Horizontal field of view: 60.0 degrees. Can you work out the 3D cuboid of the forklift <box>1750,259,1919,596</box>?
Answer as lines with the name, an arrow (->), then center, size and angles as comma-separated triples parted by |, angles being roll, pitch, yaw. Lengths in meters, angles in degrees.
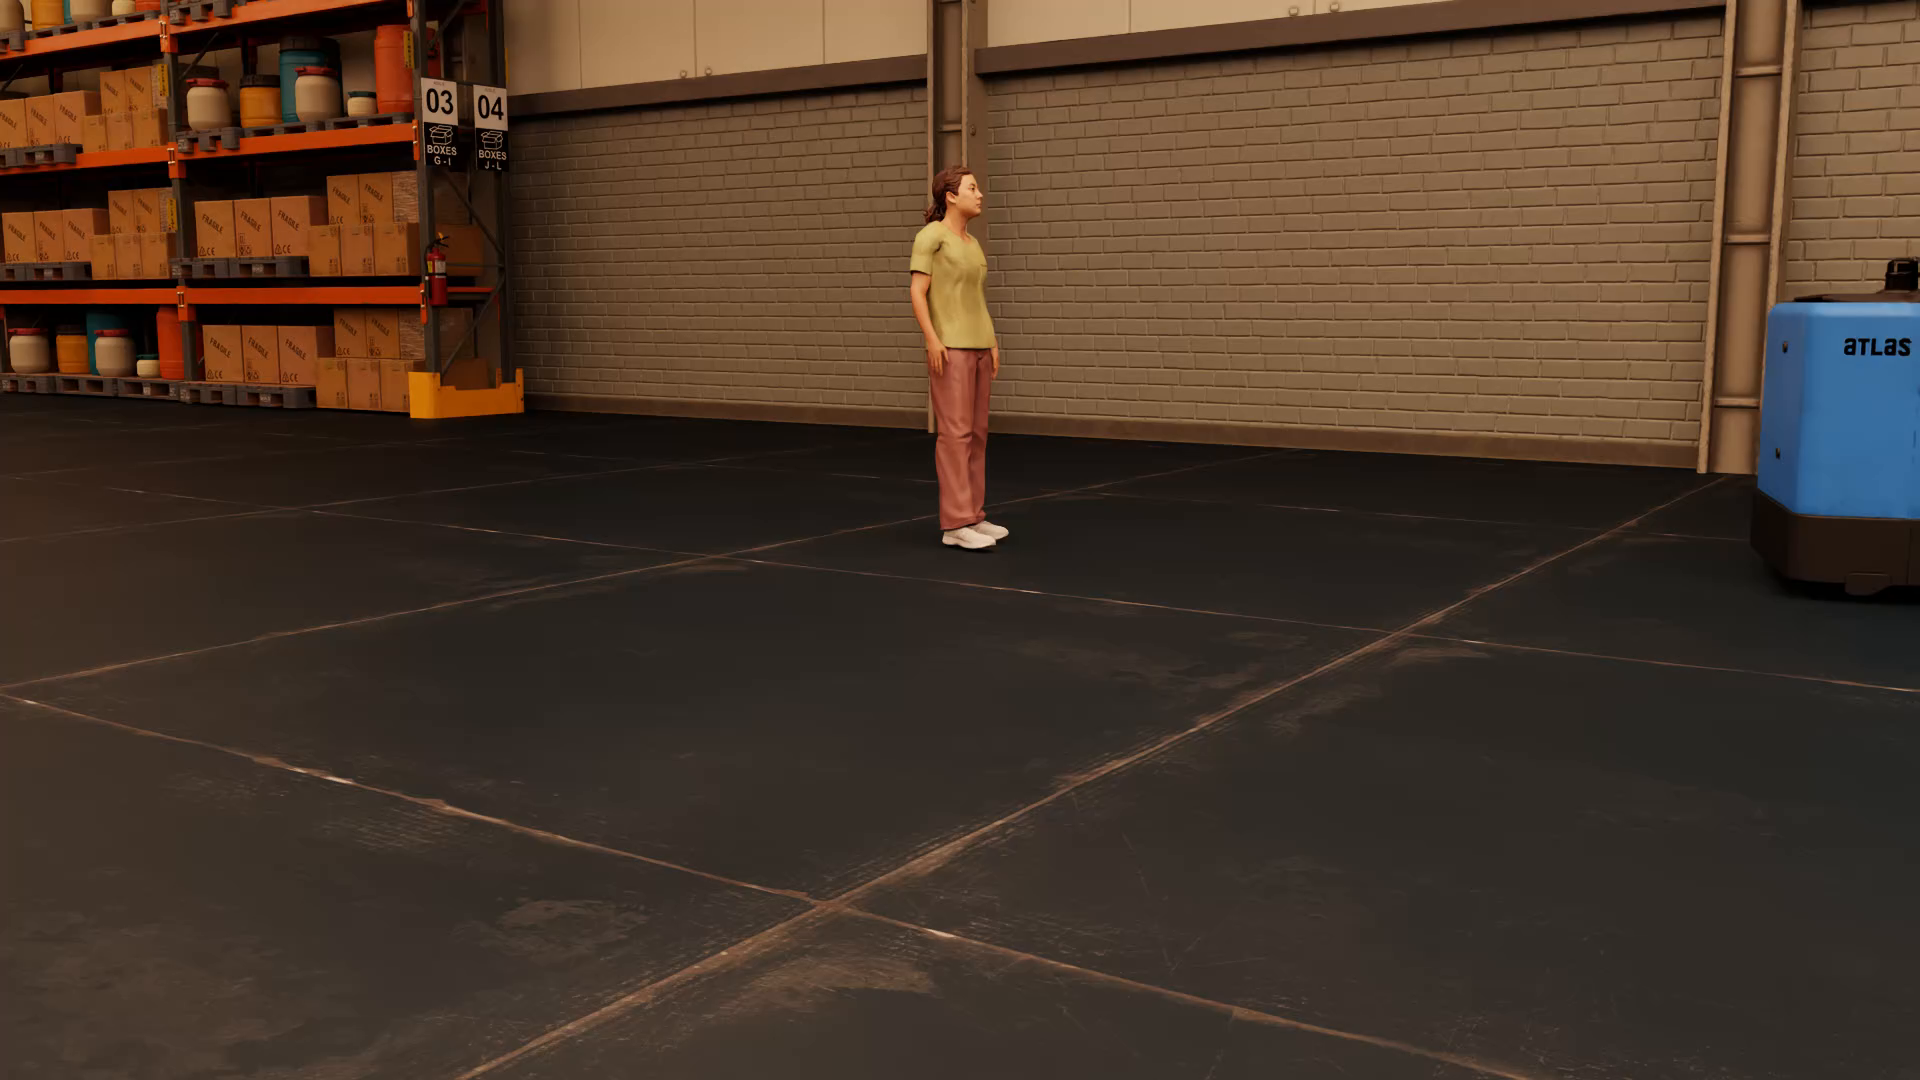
forklift -> 4.615, -1.238, 5.895 | 3.031, 2.935, 1.130 | 3, 8, 17

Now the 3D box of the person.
person -> 0.055, -0.830, 7.434 | 0.548, 1.673, 0.553 | 5, 10, 34
